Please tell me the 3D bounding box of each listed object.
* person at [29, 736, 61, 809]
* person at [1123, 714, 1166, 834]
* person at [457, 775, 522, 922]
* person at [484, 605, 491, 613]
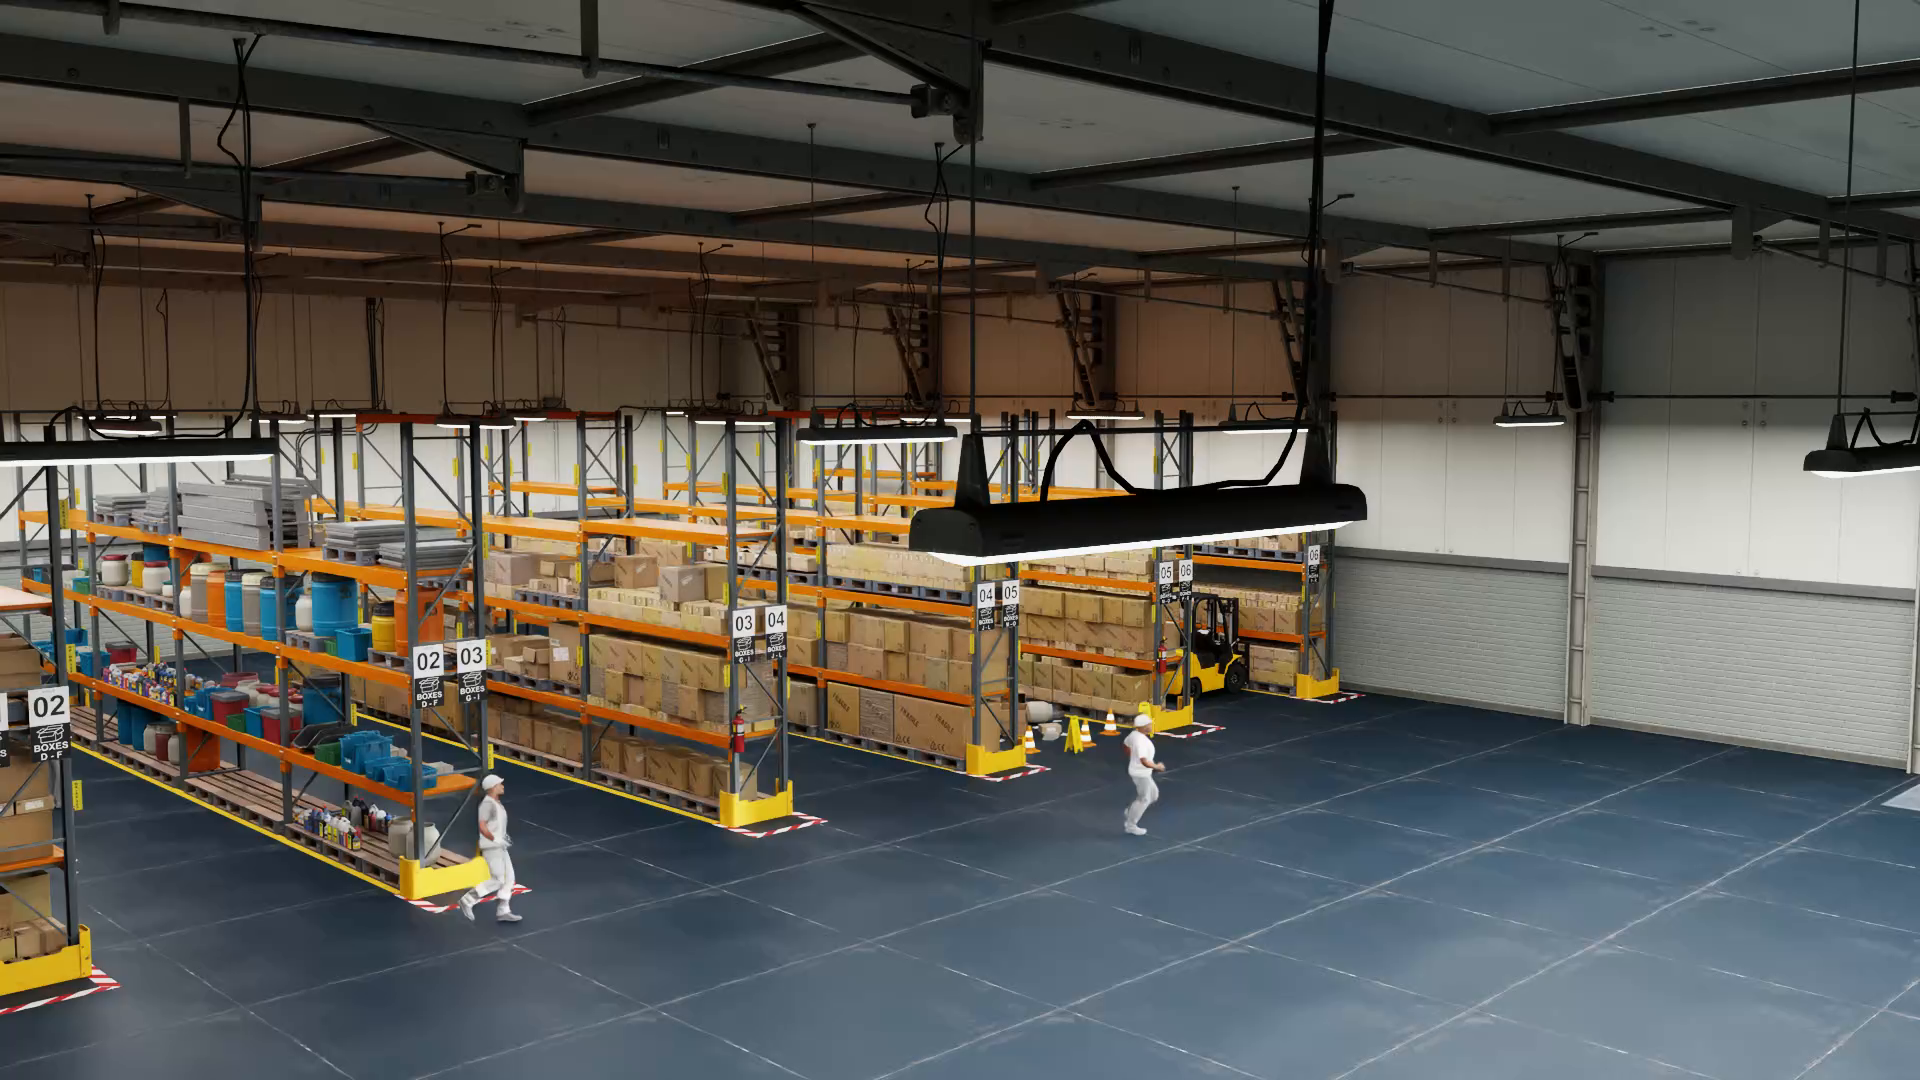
[{"bbox_3d":[-14.098,3.279,25.652,0.827,1.672,0.565,3,6,31],"label":"person"},{"bbox_3d":[2.671,3.371,24.065,0.591,1.724,0.731,0,5,-3],"label":"person"},{"bbox_3d":[-5.686,3.712,20.129,0.745,1.741,0.722,-1,5,-10],"label":"person"},{"bbox_3d":[-11.428,1.959,40.497,0.745,1.728,0.667,3,6,34],"label":"person"}]
